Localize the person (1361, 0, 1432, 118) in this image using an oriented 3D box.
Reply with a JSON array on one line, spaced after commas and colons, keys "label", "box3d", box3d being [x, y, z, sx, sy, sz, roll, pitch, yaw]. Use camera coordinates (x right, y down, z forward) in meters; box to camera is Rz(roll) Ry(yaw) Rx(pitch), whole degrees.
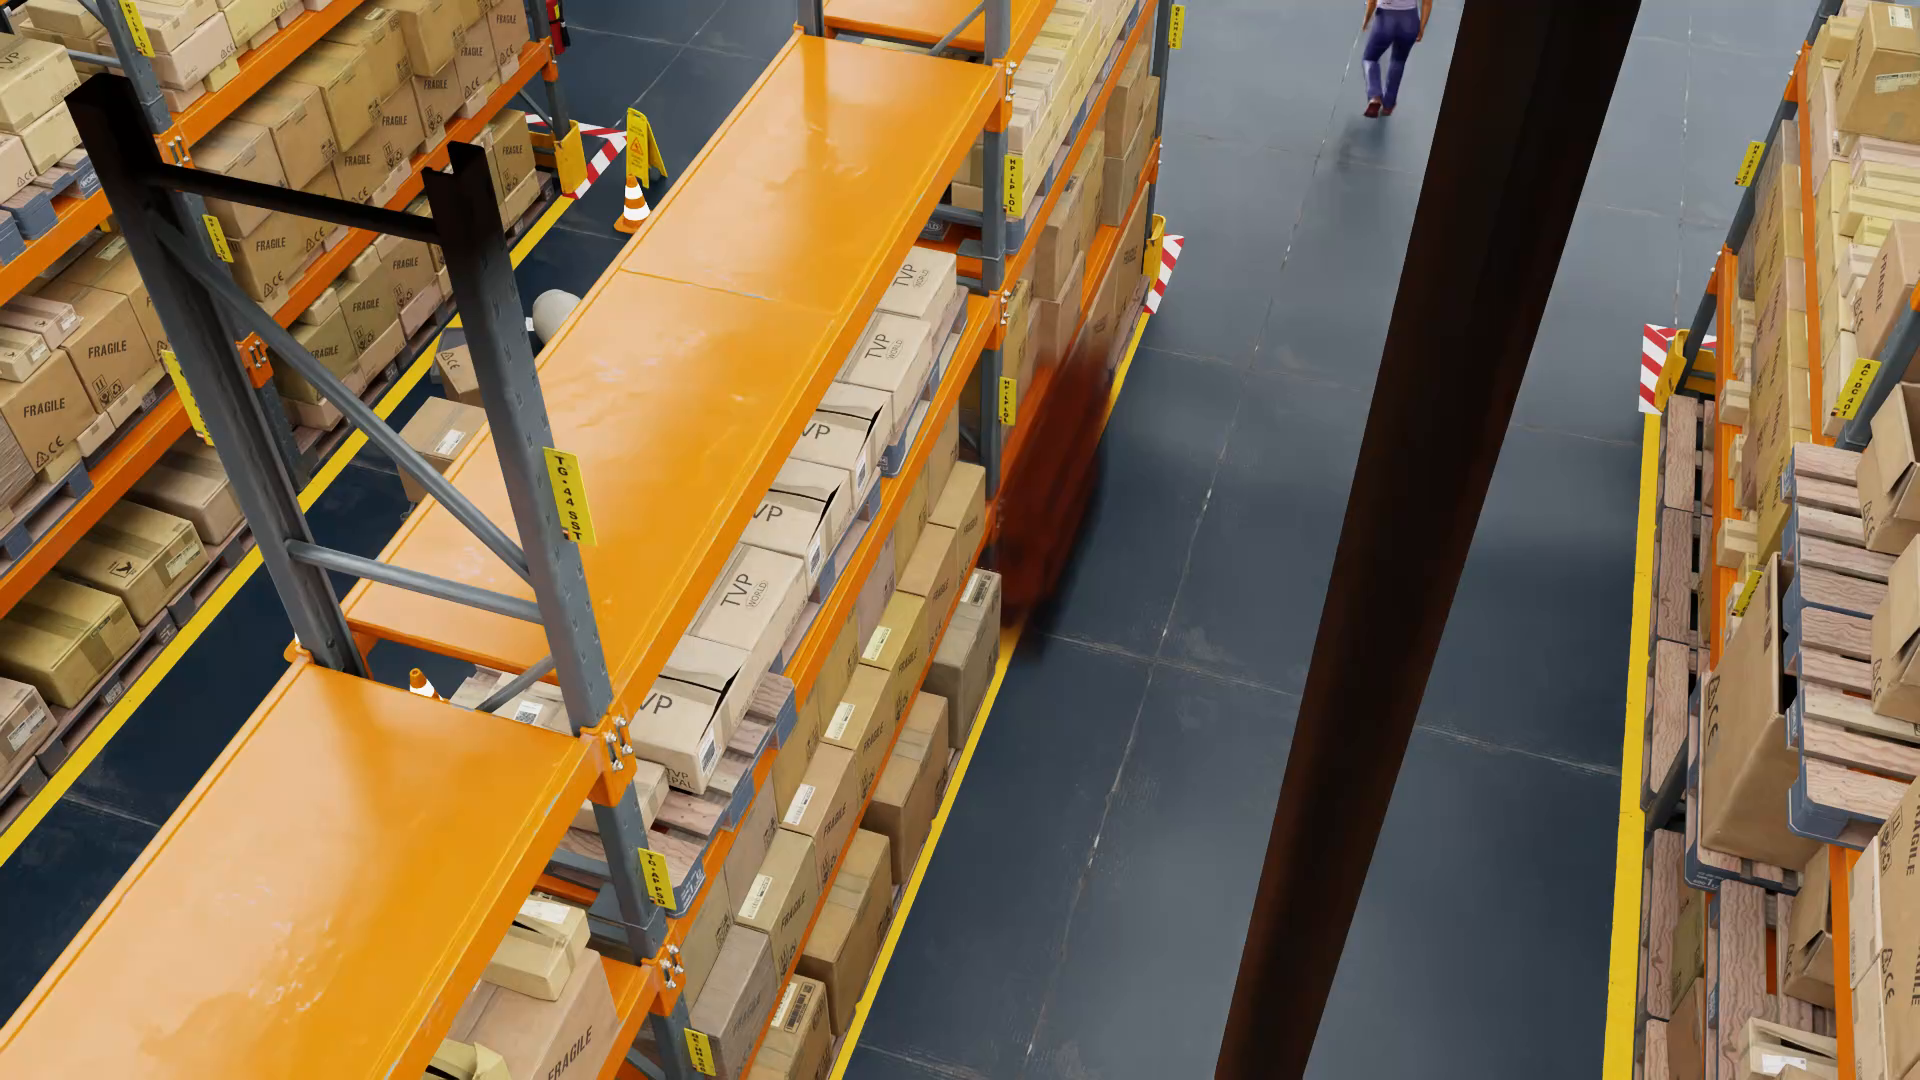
[{"label": "person", "box3d": [3.742, -4.361, 14.279, 0.529, 1.629, 0.575, 2, 46, 2]}]
